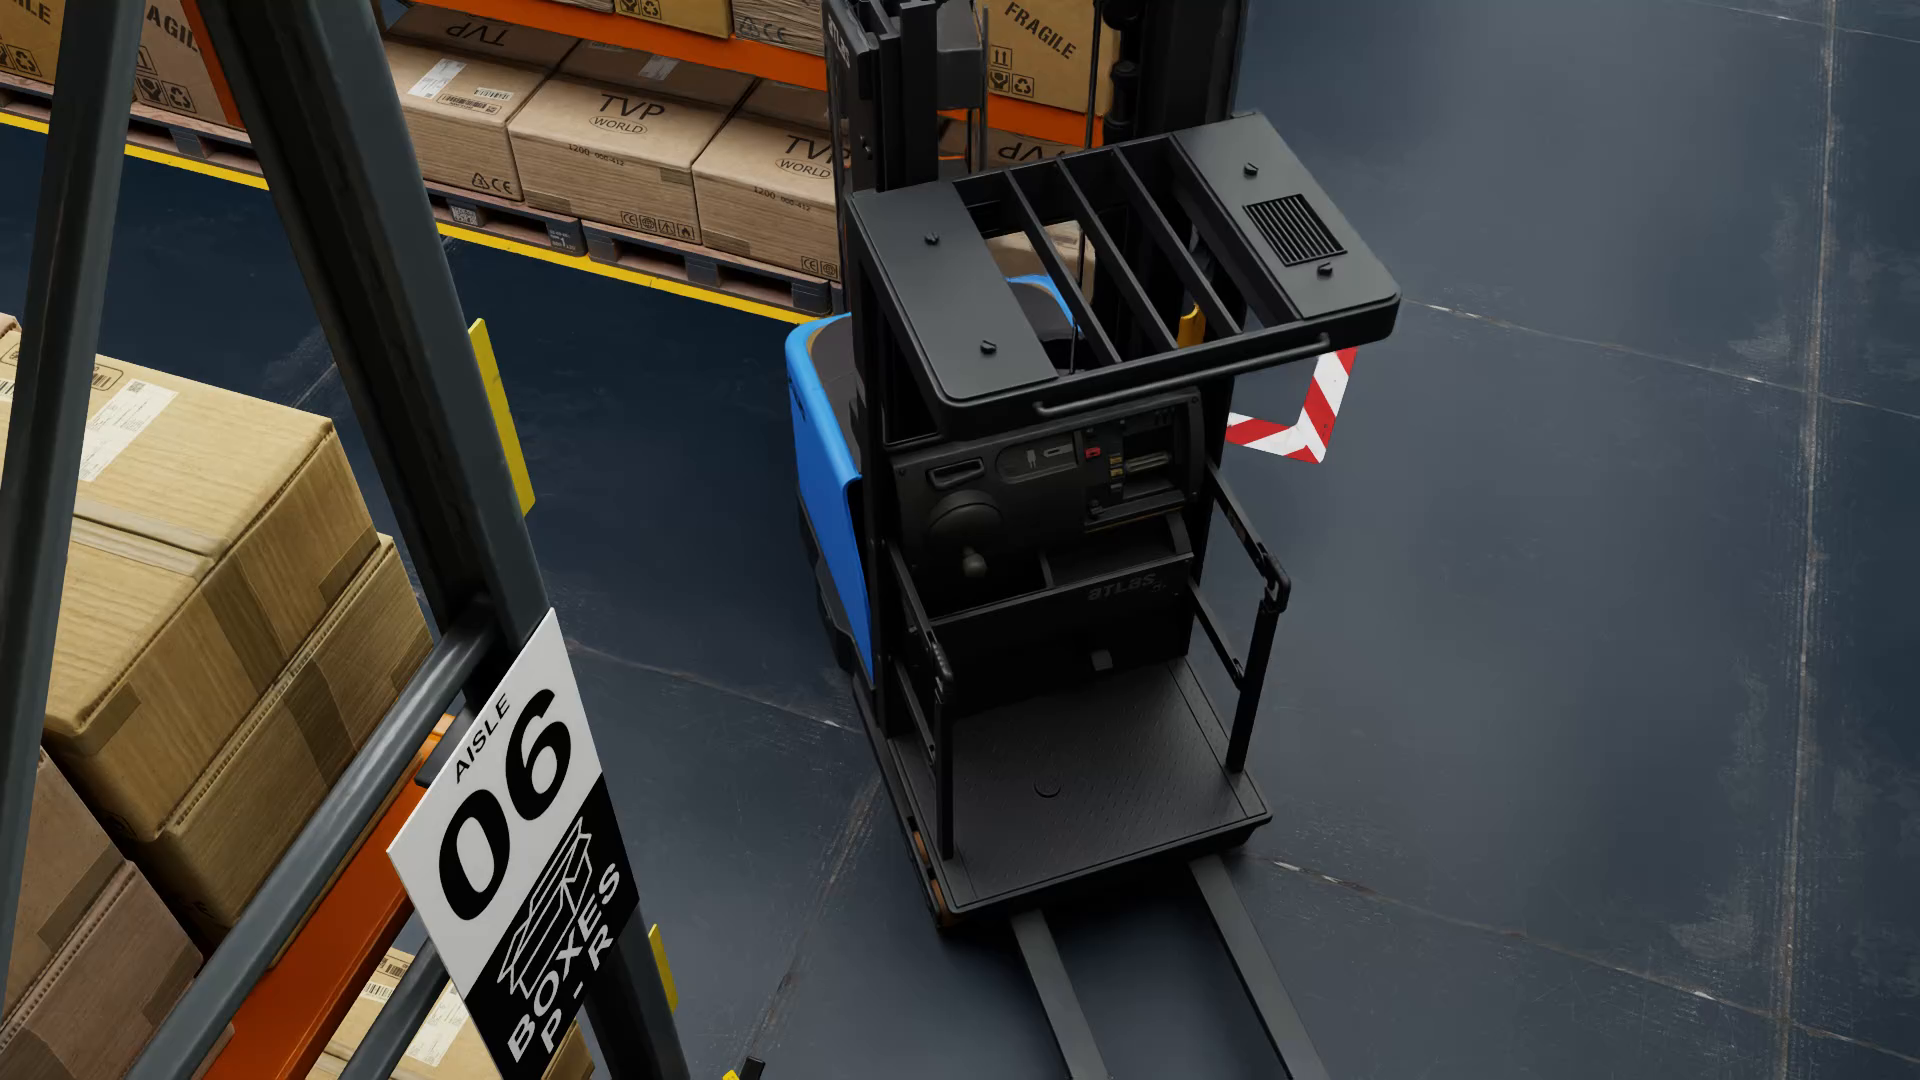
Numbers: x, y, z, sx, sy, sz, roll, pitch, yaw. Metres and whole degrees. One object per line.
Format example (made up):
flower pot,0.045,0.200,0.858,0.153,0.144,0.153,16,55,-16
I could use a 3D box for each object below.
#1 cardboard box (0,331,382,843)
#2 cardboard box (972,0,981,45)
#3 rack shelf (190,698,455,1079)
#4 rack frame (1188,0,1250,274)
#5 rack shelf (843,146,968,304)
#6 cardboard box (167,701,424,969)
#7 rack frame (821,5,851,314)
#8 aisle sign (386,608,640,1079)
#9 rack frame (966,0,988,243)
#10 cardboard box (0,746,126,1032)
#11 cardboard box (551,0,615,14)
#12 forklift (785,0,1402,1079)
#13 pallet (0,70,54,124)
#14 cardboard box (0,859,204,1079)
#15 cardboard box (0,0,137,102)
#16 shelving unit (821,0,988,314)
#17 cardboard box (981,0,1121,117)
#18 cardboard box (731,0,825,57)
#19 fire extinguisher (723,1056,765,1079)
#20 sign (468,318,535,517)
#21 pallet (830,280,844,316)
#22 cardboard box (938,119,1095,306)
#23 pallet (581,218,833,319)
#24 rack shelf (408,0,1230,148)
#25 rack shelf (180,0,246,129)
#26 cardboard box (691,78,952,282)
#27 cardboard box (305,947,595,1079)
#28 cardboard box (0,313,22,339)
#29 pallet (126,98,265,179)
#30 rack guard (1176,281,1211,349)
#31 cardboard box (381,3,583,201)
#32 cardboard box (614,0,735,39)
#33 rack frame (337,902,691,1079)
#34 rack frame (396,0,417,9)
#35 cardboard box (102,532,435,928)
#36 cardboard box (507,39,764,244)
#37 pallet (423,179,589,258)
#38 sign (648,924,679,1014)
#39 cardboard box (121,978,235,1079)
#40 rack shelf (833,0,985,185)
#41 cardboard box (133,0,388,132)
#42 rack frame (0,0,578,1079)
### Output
cardboard box,-1.105,0.041,2.082,0.500,0.250,0.500,15,51,13
cardboard box,-0.069,-2.104,6.288,0.500,0.500,0.500,15,51,12
rack shelf,-2.652,0.259,2.798,4.000,0.370,1.077,16,51,13
rack frame,0.941,-1.990,6.256,0.127,3.000,1.000,16,51,13
rack shelf,-0.184,-1.084,6.083,0.480,0.518,0.431,-6,49,-5
cardboard box,-0.994,0.381,2.382,0.250,0.149,0.380,17,51,14
rack frame,-0.426,-1.068,6.052,0.015,2.100,0.400,-6,49,-5
aisle sign,-0.610,0.488,2.388,0.004,0.787,0.394,16,51,13
rack frame,0.058,-1.118,6.094,0.015,2.100,0.400,-6,49,-5
cardboard box,-1.289,0.416,1.757,0.500,0.250,0.500,14,51,12
cardboard box,-1.527,-2.492,6.625,0.500,0.500,0.500,16,51,13
forklift,0.336,-0.058,4.627,1.130,2.935,3.031,-14,51,-12
pallet,-4.710,-2.591,8.622,1.213,0.211,1.003,16,51,13
cardboard box,-1.287,0.575,1.950,0.500,0.250,0.500,15,51,12
cardboard box,-4.271,-2.816,8.100,0.875,0.875,0.875,17,51,14
shelving unit,-0.184,-1.093,6.073,0.503,2.100,0.431,-6,49,-5
cardboard box,0.397,-1.962,6.165,0.500,0.500,0.500,16,51,13
cardboard box,-0.555,-2.231,6.399,0.500,0.500,0.500,17,51,14
fire extinguisher,-0.478,1.388,3.626,0.183,0.674,0.296,16,51,13
sign,-0.588,-0.124,2.075,0.005,0.325,0.100,16,51,13
pallet,0.164,-1.231,7.443,1.213,0.211,1.003,16,51,13
cardboard box,0.287,-1.390,7.154,0.875,0.438,0.875,14,51,12
pallet,-0.977,-1.551,7.721,1.213,0.211,1.003,16,51,13
rack shelf,-0.935,-2.278,6.982,4.000,0.370,1.077,16,51,13
rack shelf,-2.652,-0.722,1.665,4.000,0.370,1.077,16,51,13
cardboard box,-0.574,-1.624,7.356,0.875,0.438,0.875,17,51,14
cardboard box,-1.108,1.171,3.418,0.500,0.250,0.500,16,51,13
cardboard box,-1.576,-0.106,2.209,0.500,0.250,0.500,15,51,13
pallet,-3.561,-2.273,8.346,1.213,0.211,1.003,16,51,13
rack guard,0.963,-1.165,7.195,0.348,0.500,1.175,16,51,13
cardboard box,-2.260,-2.095,7.765,0.875,0.438,0.875,15,51,13
cardboard box,-1.044,-2.357,6.508,0.500,0.500,0.500,17,51,14
rack frame,-0.776,1.529,3.205,0.127,3.000,1.000,16,51,13
rack frame,-2.811,-3.038,7.164,0.127,3.000,1.000,16,51,13
cardboard box,-1.097,0.189,2.285,0.500,0.250,0.500,15,51,13
cardboard box,-1.420,-1.861,7.562,0.875,0.438,0.875,14,51,12
pallet,-2.125,-1.870,7.997,1.213,0.211,1.003,16,51,13
sign,-0.588,0.861,3.212,0.005,0.325,0.100,16,51,13
cardboard box,-1.156,0.709,2.097,0.250,0.149,0.380,17,51,14
rack shelf,-0.186,-1.542,5.554,0.480,0.518,0.431,-6,49,-5
cardboard box,-3.421,-2.585,7.899,0.875,0.875,0.875,17,51,14
rack frame,-0.776,-0.435,0.938,0.127,3.000,1.000,16,51,13
